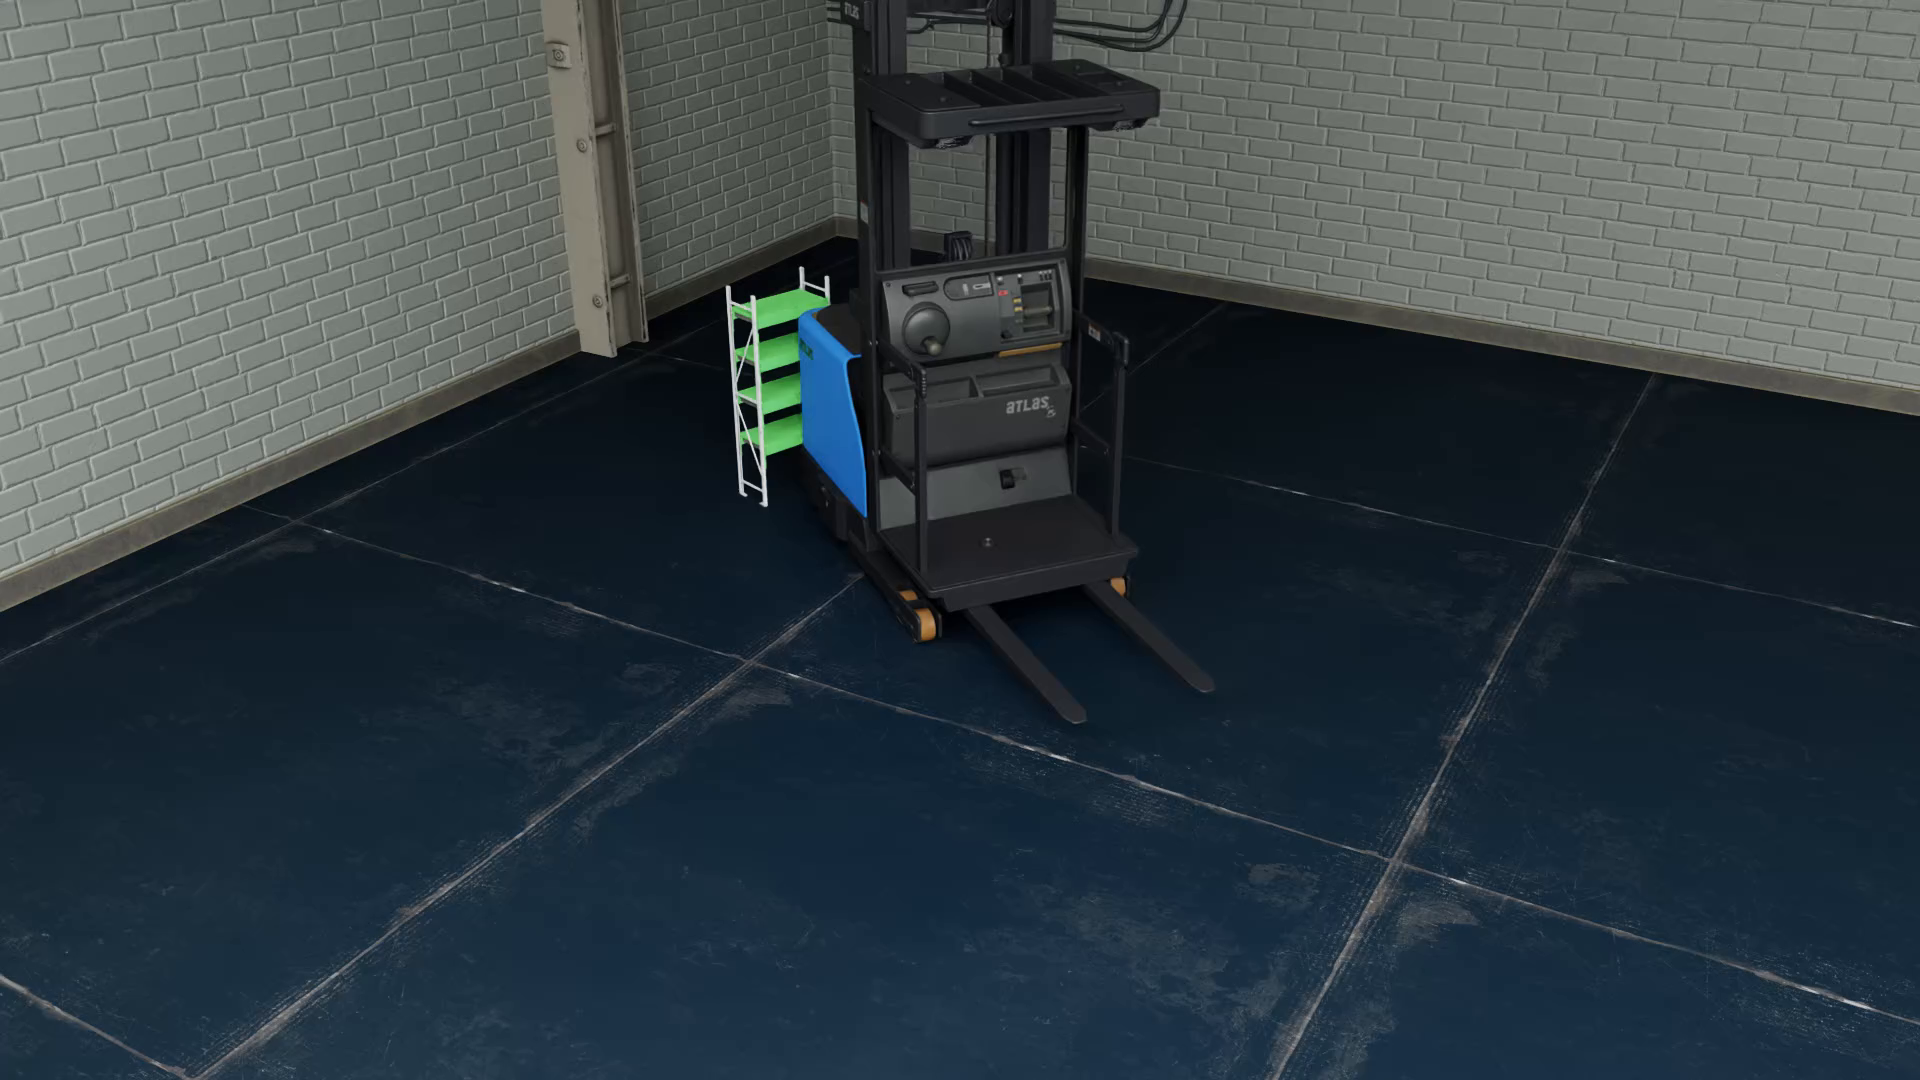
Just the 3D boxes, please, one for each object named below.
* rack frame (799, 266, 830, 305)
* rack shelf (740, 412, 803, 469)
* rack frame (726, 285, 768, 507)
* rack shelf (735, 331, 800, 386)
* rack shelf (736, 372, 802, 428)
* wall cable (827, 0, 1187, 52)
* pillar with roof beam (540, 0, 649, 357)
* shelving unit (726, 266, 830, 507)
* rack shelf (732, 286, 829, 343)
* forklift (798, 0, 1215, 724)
[{"bbox_3d":[-0.785,-0.909,9.224,0.015,1.200,0.240,-23,34,-37],"label":"rack frame"},{"bbox_3d":[-0.963,-0.563,9.211,0.480,0.148,0.258,-23,34,-37],"label":"rack shelf"},{"bbox_3d":[-1.143,-0.760,8.927,0.015,1.200,0.240,-23,34,-37],"label":"rack frame"},{"bbox_3d":[-0.964,-0.992,8.997,0.480,0.148,0.258,-23,34,-37],"label":"rack shelf"},{"bbox_3d":[-0.964,-0.778,9.104,0.480,0.148,0.258,-23,34,-37],"label":"rack shelf"},{"bbox_3d":[0.221,-4.832,11.820,3.097,2.526,0.112,14,30,26],"label":"wall cable"},{"bbox_3d":[1.369,-4.416,7.519,9.100,9.000,0.400,14,30,26],"label":"pillar with roof beam"},{"bbox_3d":[-0.964,-0.835,9.076,0.503,1.200,0.258,-23,34,-37],"label":"shelving unit"},{"bbox_3d":[-0.965,-1.207,8.891,0.480,0.148,0.258,-23,34,-37],"label":"rack shelf"},{"bbox_3d":[0.174,-1.047,7.566,1.130,2.935,3.031,-11,29,-21],"label":"forklift"}]
